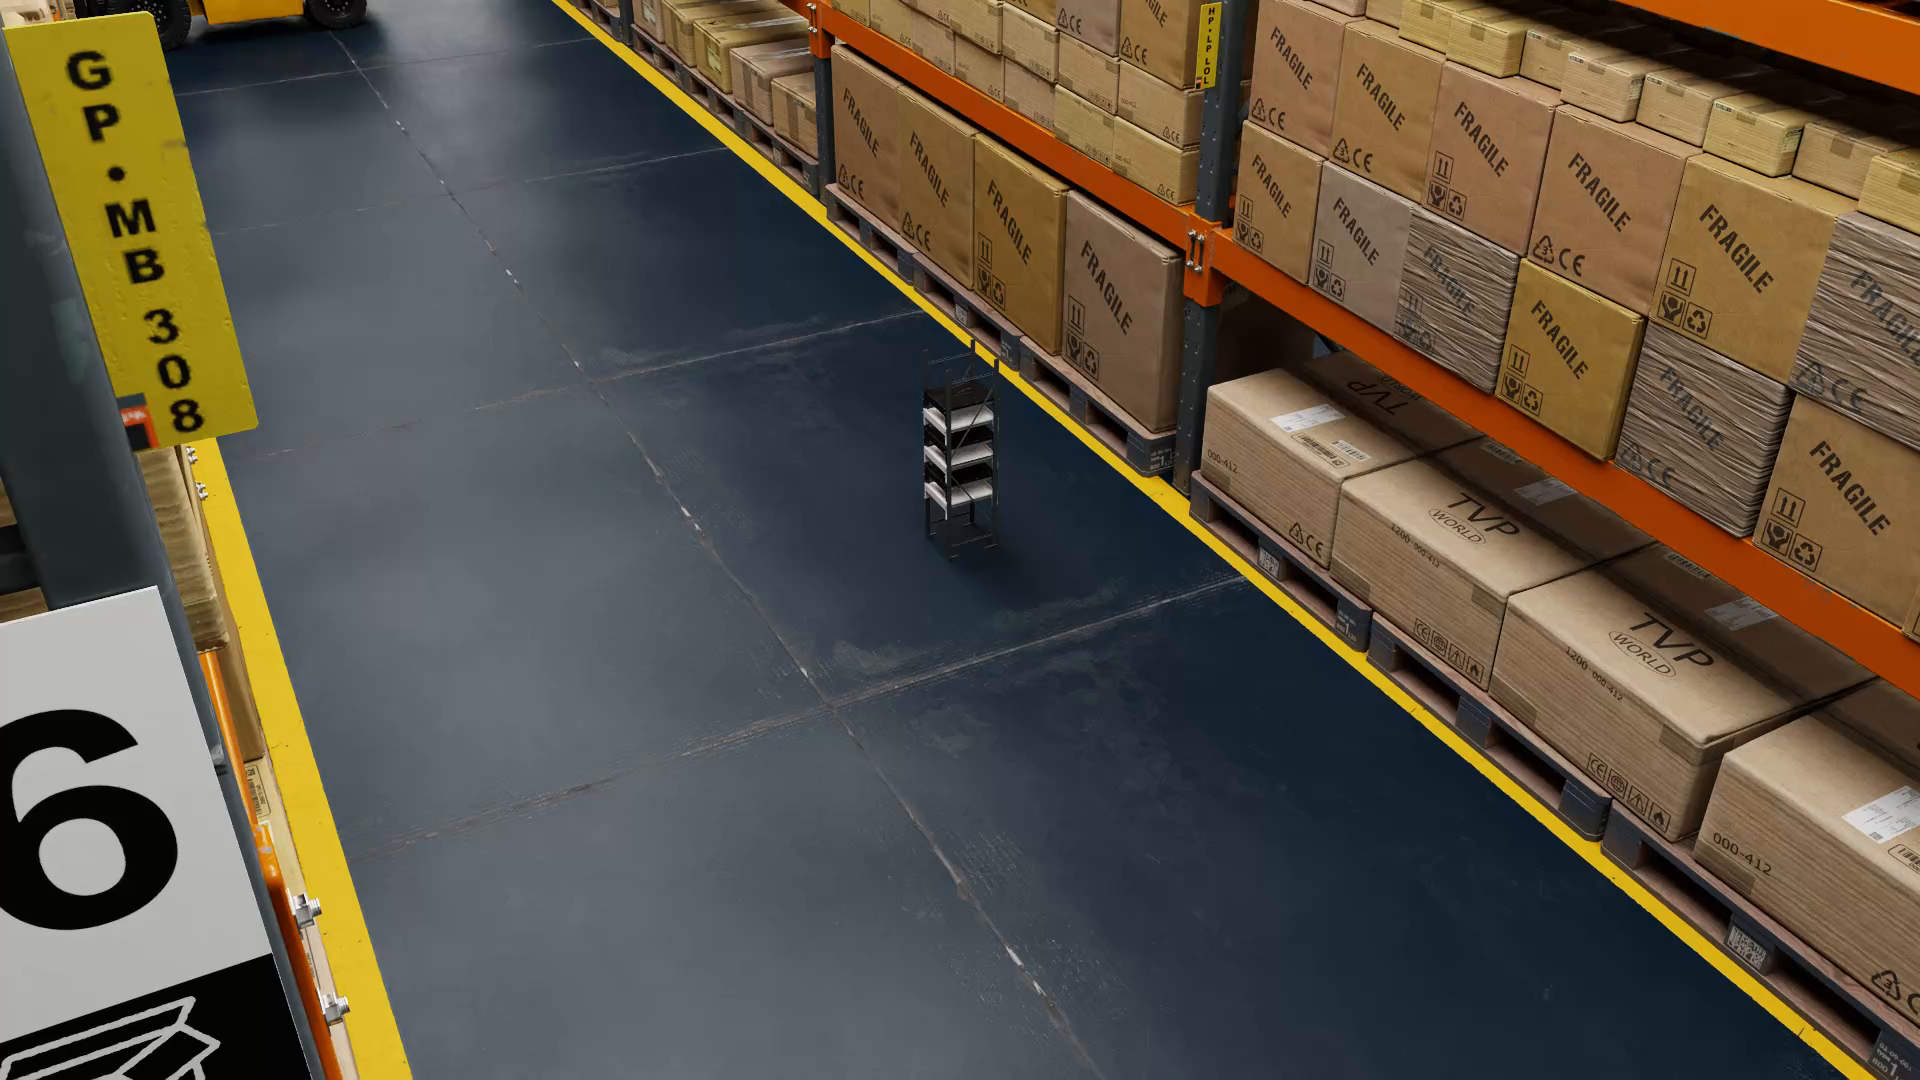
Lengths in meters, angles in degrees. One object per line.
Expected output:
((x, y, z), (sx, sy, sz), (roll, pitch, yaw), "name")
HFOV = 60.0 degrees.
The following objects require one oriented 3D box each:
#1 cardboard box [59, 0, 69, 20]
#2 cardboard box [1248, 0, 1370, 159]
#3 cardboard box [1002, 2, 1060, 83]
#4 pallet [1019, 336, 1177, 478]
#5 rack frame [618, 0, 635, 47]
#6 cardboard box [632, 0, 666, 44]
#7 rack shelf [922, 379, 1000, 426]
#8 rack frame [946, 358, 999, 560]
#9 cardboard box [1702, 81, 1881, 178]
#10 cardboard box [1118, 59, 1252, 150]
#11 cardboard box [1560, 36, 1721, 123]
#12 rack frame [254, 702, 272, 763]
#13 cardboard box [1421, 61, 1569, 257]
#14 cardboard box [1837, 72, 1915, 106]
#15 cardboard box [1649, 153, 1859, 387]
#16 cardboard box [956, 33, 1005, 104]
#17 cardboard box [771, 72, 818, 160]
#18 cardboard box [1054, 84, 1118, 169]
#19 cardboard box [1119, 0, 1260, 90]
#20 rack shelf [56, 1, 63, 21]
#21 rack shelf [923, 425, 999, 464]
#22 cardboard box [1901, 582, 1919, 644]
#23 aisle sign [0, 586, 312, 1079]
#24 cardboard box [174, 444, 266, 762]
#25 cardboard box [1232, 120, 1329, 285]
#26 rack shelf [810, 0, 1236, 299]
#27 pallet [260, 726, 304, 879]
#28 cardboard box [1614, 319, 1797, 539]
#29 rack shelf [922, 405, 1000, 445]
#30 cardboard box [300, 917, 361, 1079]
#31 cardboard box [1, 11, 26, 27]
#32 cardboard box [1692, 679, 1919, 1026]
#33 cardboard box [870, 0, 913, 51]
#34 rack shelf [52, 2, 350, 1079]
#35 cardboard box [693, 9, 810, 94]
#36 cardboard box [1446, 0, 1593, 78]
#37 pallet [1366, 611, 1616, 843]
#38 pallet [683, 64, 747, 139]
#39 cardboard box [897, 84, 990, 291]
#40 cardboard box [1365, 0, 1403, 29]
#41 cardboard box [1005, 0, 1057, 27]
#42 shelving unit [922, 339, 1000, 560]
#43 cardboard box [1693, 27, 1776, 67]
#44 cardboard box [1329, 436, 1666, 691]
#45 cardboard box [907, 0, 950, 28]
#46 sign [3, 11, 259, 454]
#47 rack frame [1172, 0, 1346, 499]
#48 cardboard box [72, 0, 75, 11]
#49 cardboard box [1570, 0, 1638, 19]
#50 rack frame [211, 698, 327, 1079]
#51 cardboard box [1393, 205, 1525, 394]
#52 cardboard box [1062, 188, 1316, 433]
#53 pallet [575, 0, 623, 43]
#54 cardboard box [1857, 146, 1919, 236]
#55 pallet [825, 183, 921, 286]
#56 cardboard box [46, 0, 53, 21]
((-4.780, -2.692, 8.347), (0.500, 0.250, 0.500), (-16, 36, -23), "cardboard box")
((1.451, -1.781, 6.230), (0.500, 0.500, 0.500), (-16, 36, -23), "cardboard box")
((0.536, -2.385, 7.868), (0.500, 0.250, 0.500), (-15, 36, -22), "cardboard box")
((1.017, -0.782, 8.274), (1.003, 0.211, 1.213), (-16, 36, -23), "pallet")
((-2.287, -5.424, 12.936), (1.000, 3.000, 0.127), (-16, 36, -23), "rack frame")
((-2.040, -4.245, 13.142), (0.950, 0.372, 0.625), (-15, 36, -23), "cardboard box")
((0.004, -0.574, 6.874), (0.258, 0.077, 0.200), (-16, 36, -23), "rack shelf")
((0.051, -0.327, 6.925), (0.240, 0.900, 0.006), (-16, 36, -23), "rack frame")
((2.320, -1.150, 4.643), (0.380, 0.149, 0.250), (-15, 36, -22), "cardboard box")
((1.023, -1.903, 7.115), (0.500, 0.250, 0.500), (-16, 36, -23), "cardboard box")
((2.054, -1.395, 5.026), (0.380, 0.149, 0.250), (-16, 36, -23), "cardboard box")
((-2.946, -0.356, 5.025), (1.000, 3.000, 0.127), (-16, 36, -23), "rack frame")
((1.910, -1.291, 5.466), (0.500, 0.500, 0.500), (-15, 36, -22), "cardboard box")
((2.796, -1.296, 4.871), (0.380, 0.149, 0.250), (-16, 36, -23), "cardboard box")
((2.376, -0.810, 4.714), (0.500, 0.500, 0.500), (-16, 36, -23), "cardboard box")
((0.312, -2.428, 8.399), (0.500, 0.250, 0.500), (-16, 36, -23), "cardboard box")
((-0.676, -2.858, 10.977), (0.950, 0.372, 0.625), (-18, 37, -26), "cardboard box")
((0.775, -1.937, 7.632), (0.500, 0.250, 0.500), (-16, 36, -24), "cardboard box")
((1.013, -2.220, 6.914), (0.500, 0.500, 0.500), (-15, 35, -22), "cardboard box")
((-3.878, -2.271, 5.900), (1.077, 0.370, 4.000), (-16, 36, -23), "rack shelf")
((0.004, -0.423, 6.971), (0.258, 0.077, 0.200), (-16, 36, -23), "rack shelf")
((2.849, 0.097, 4.226), (0.500, 0.500, 0.500), (-16, 36, -23), "cardboard box")
((-0.789, 0.417, 1.409), (0.394, 0.787, 0.004), (-16, 36, -23), "aisle sign")
((-1.754, 0.175, 3.365), (0.500, 0.500, 0.500), (-15, 36, -22), "cardboard box")
((1.431, -1.359, 6.497), (0.500, 0.500, 0.500), (-15, 35, -22), "cardboard box")
((0.511, -2.258, 8.661), (1.077, 0.370, 4.000), (-16, 36, -23), "rack shelf")
((-2.627, 1.146, 5.266), (1.003, 0.211, 1.213), (-16, 36, -23), "pallet")
((2.380, -0.390, 4.985), (0.500, 0.500, 0.500), (-15, 36, -22), "cardboard box")
((0.004, -0.499, 6.922), (0.258, 0.077, 0.200), (-16, 36, -23), "rack shelf")
((-1.289, 0.966, 2.825), (0.500, 0.250, 0.500), (-15, 36, -23), "cardboard box")
((-1.066, -0.258, 1.491), (0.500, 0.250, 0.500), (-16, 36, -24), "cardboard box")
((2.912, 0.915, 5.027), (0.875, 0.438, 0.875), (-17, 36, -25), "cardboard box")
((-0.161, -2.915, 9.158), (0.500, 0.250, 0.500), (-17, 36, -24), "cardboard box")
((-2.013, -0.362, 2.920), (1.077, 0.370, 4.000), (-16, 36, -23), "rack shelf")
((-1.376, -3.571, 12.090), (0.950, 0.372, 0.625), (-15, 35, -22), "cardboard box")
((1.811, -1.629, 5.391), (0.380, 0.149, 0.250), (-17, 36, -24), "cardboard box")
((2.302, 0.533, 6.222), (1.003, 0.211, 1.213), (-16, 36, -23), "pallet")
((-1.349, -3.296, 12.199), (1.003, 0.211, 1.213), (-16, 36, -23), "pallet")
((0.239, -2.020, 9.203), (0.875, 0.875, 0.875), (-15, 36, -23), "cardboard box")
((1.651, -1.897, 5.810), (0.380, 0.149, 0.250), (-16, 36, -24), "cardboard box")
((0.546, -2.712, 7.682), (0.500, 0.500, 0.500), (-15, 35, -22), "cardboard box")
((0.004, -0.375, 7.001), (0.258, 0.900, 0.210), (-16, 36, -23), "shelving unit")
((2.537, -1.536, 5.246), (0.380, 0.149, 0.250), (-16, 36, -23), "cardboard box")
((2.059, 0.049, 6.378), (0.875, 0.438, 0.875), (-17, 36, -24), "cardboard box")
((0.058, -2.871, 8.626), (0.500, 0.250, 0.500), (-16, 36, -23), "cardboard box")
((-0.601, -0.215, 1.214), (0.100, 0.325, 0.005), (-16, 36, -23), "sign")
((1.443, -1.606, 6.977), (1.000, 3.000, 0.127), (-16, 36, -23), "rack frame")
((-7.089, -4.195, 12.713), (0.500, 0.250, 0.500), (-16, 36, -24), "cardboard box")
((2.286, -1.774, 5.618), (0.380, 0.149, 0.250), (-16, 36, -23), "cardboard box")
((-1.081, 1.553, 2.046), (1.000, 3.000, 0.127), (-16, 36, -23), "rack frame")
((1.888, -0.879, 5.748), (0.500, 0.500, 0.500), (-16, 36, -23), "cardboard box")
((1.084, -1.164, 7.867), (0.875, 0.875, 0.875), (-15, 35, -22), "cardboard box")
((-2.631, -4.562, 14.175), (1.003, 0.211, 1.213), (-16, 36, -23), "pallet")
((2.548, -0.902, 4.257), (0.380, 0.149, 0.250), (-15, 36, -22), "cardboard box")
((-0.121, -1.946, 10.092), (1.003, 0.211, 1.213), (-16, 36, -23), "pallet")
((-2.019, -1.021, 3.146), (0.500, 0.250, 0.500), (-15, 36, -22), "cardboard box")
